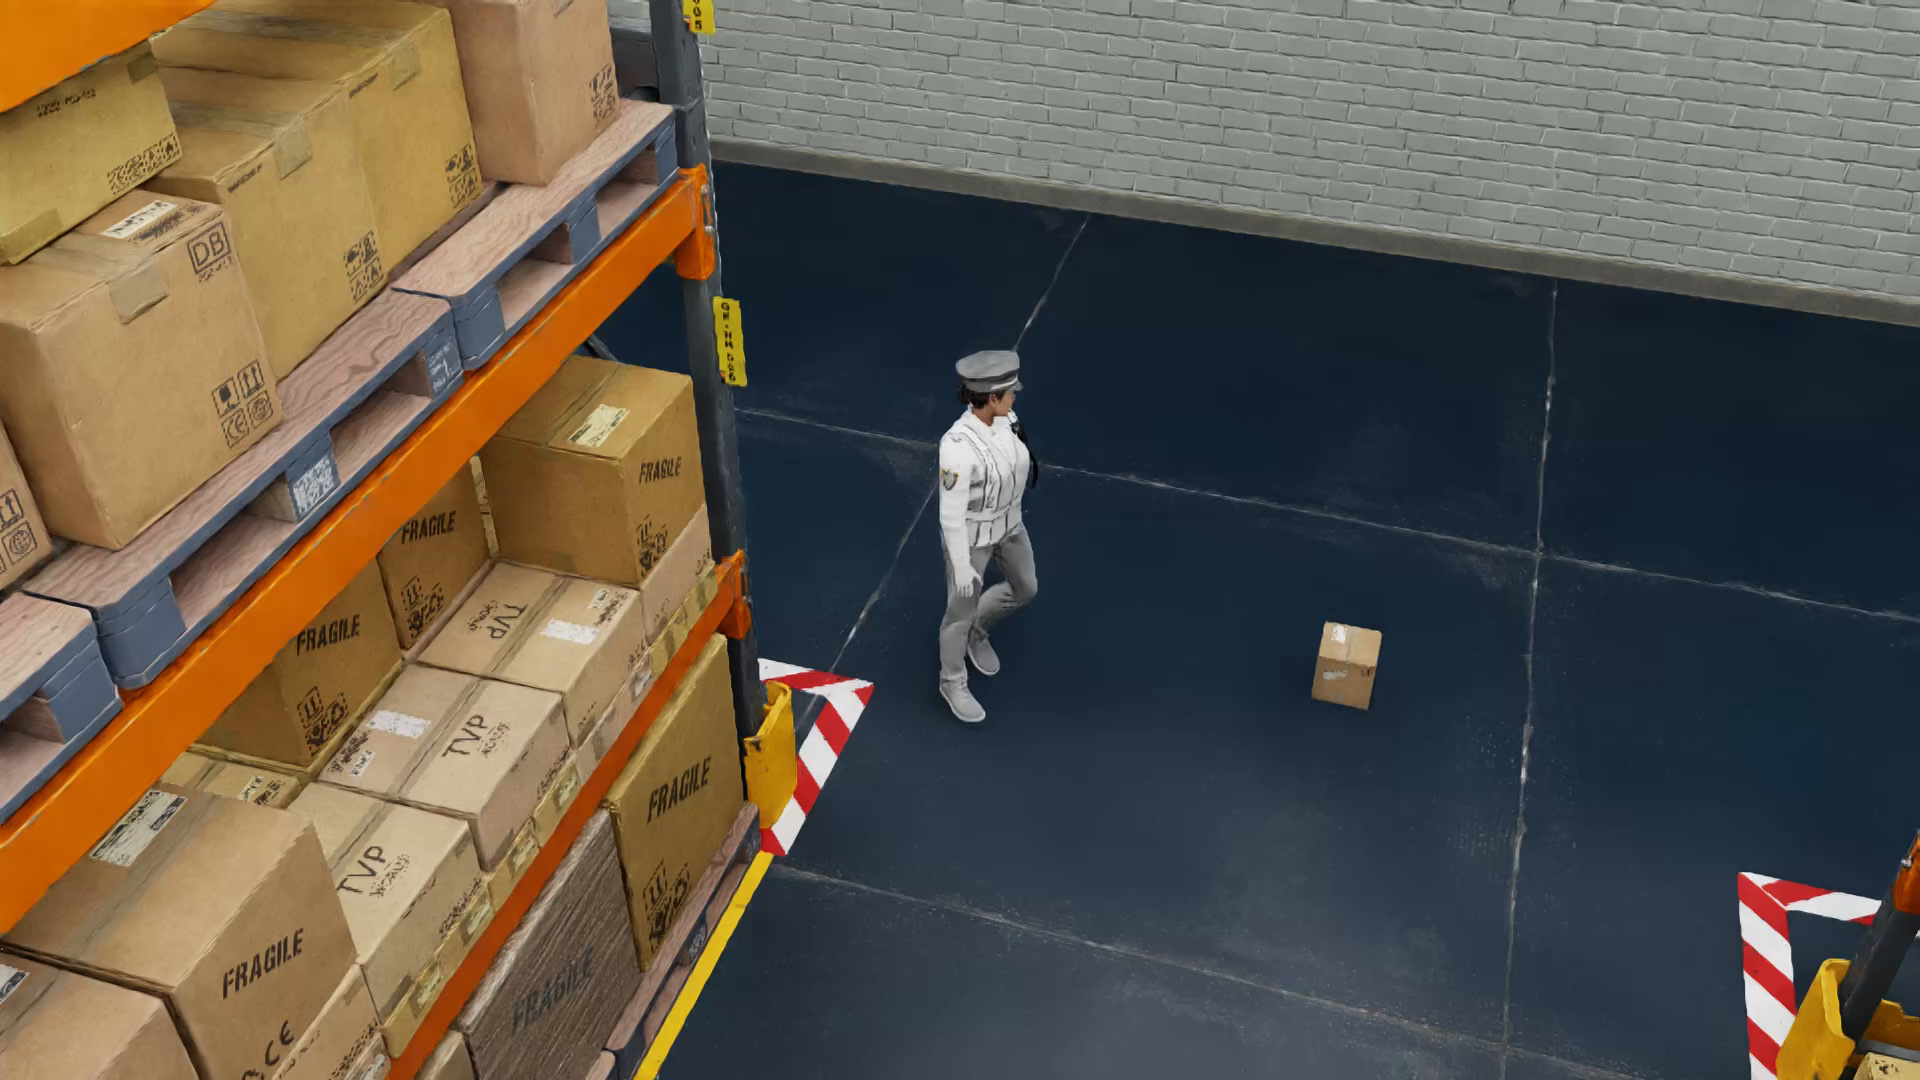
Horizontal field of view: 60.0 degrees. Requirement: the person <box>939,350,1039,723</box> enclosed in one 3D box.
[{"bbox_3d":[0.074,-0.031,6.901,0.367,1.663,0.535,25,44,29],"label":"person"}]
